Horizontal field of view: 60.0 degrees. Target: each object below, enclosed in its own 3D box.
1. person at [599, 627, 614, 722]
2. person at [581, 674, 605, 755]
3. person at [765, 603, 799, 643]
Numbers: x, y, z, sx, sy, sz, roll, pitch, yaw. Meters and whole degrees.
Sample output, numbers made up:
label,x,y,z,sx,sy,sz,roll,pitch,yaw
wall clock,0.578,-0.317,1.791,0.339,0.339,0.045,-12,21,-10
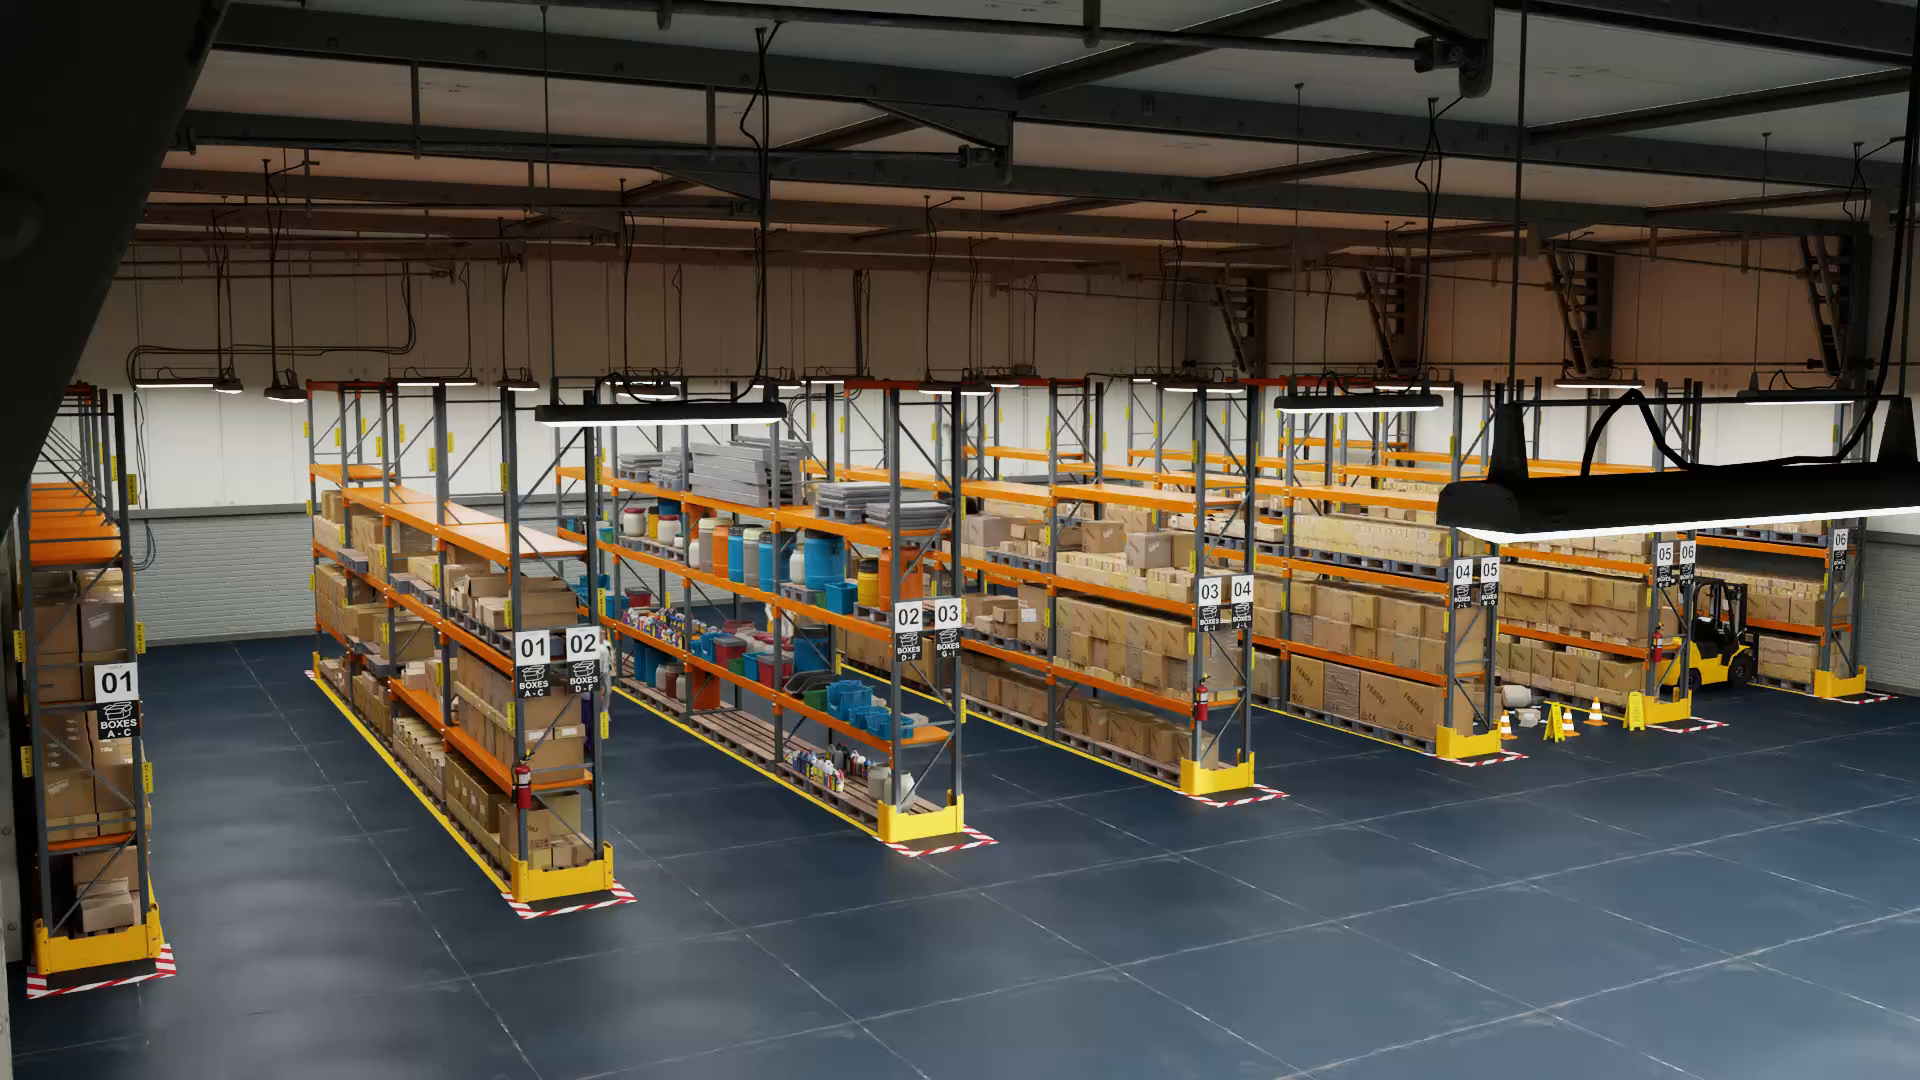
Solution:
label,x,y,z,sx,sy,sz,roll,pitch,yaw
person,-6.435,2.355,29.657,0.605,1.668,0.841,-4,7,-34
person,-5.967,2.687,26.829,0.601,1.608,0.539,-5,8,-41
person,-3.653,1.786,34.616,0.693,1.746,0.652,-3,7,-25
